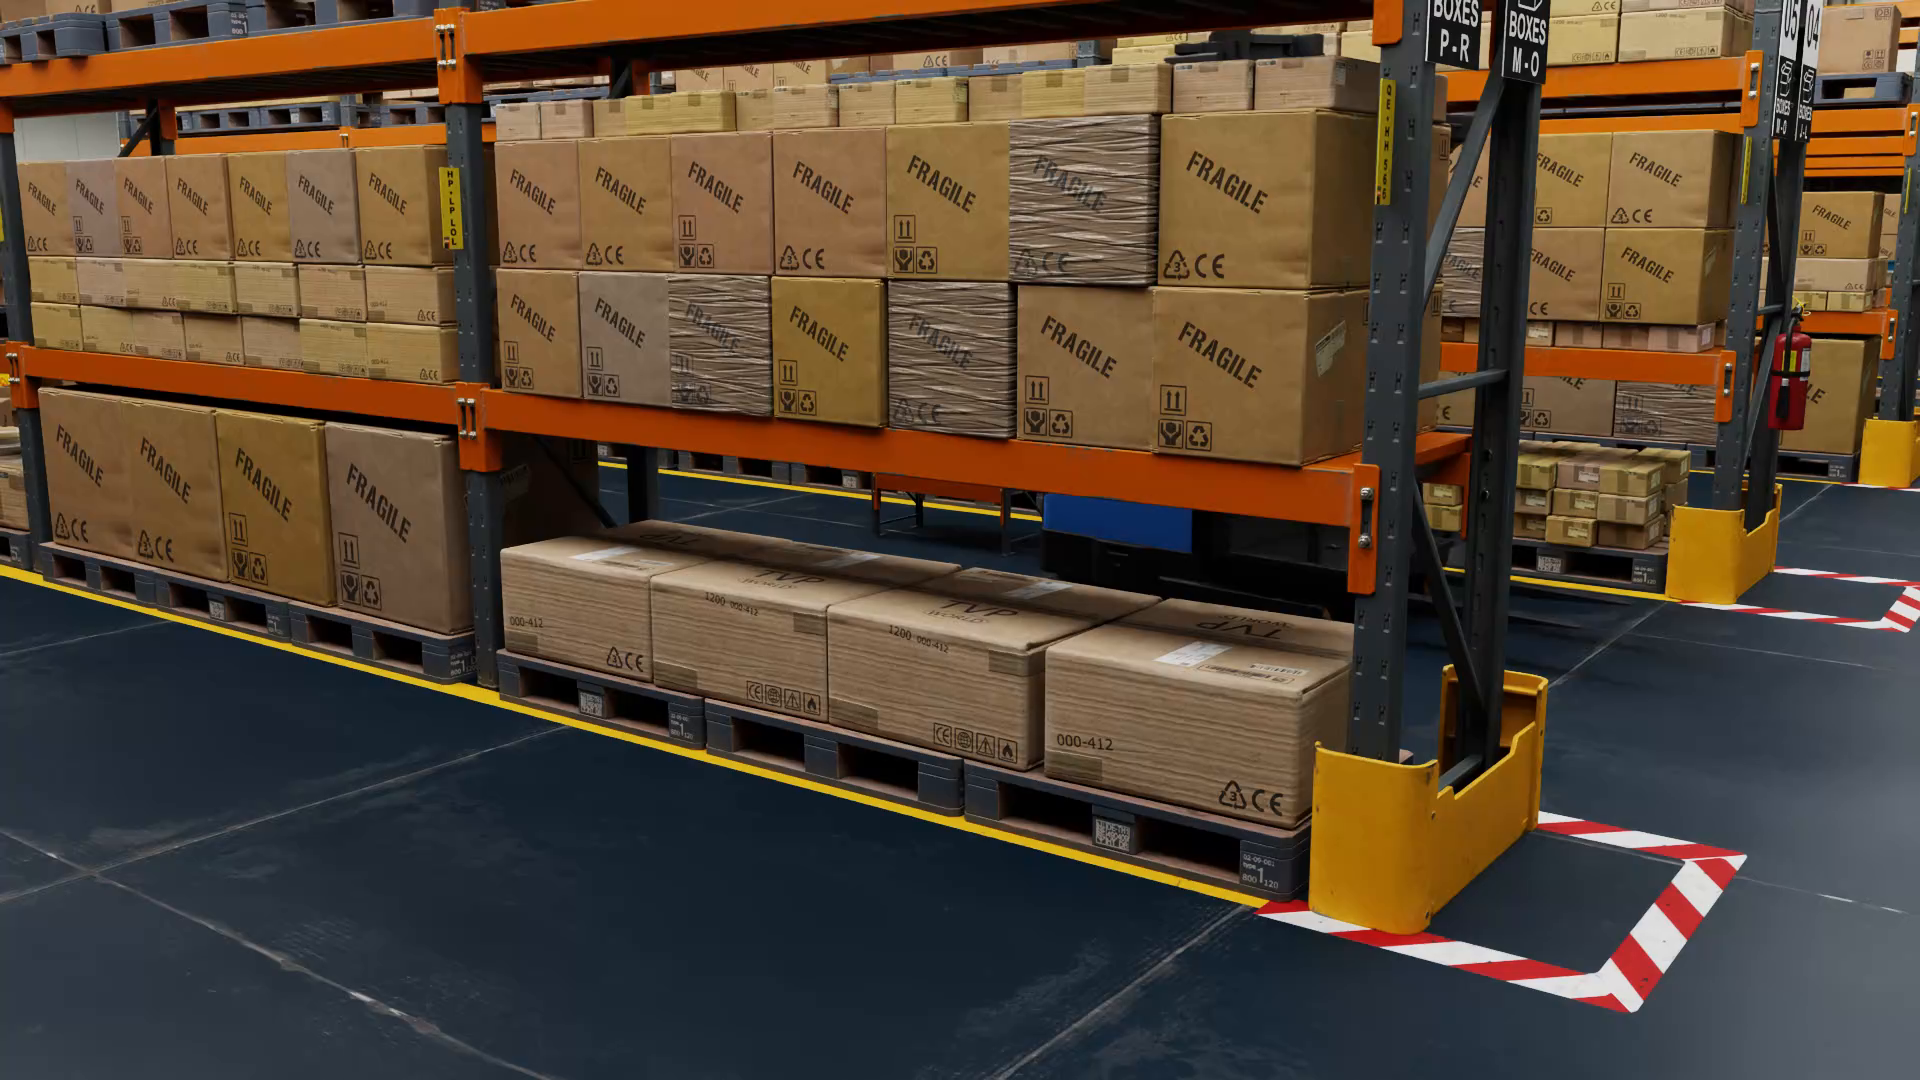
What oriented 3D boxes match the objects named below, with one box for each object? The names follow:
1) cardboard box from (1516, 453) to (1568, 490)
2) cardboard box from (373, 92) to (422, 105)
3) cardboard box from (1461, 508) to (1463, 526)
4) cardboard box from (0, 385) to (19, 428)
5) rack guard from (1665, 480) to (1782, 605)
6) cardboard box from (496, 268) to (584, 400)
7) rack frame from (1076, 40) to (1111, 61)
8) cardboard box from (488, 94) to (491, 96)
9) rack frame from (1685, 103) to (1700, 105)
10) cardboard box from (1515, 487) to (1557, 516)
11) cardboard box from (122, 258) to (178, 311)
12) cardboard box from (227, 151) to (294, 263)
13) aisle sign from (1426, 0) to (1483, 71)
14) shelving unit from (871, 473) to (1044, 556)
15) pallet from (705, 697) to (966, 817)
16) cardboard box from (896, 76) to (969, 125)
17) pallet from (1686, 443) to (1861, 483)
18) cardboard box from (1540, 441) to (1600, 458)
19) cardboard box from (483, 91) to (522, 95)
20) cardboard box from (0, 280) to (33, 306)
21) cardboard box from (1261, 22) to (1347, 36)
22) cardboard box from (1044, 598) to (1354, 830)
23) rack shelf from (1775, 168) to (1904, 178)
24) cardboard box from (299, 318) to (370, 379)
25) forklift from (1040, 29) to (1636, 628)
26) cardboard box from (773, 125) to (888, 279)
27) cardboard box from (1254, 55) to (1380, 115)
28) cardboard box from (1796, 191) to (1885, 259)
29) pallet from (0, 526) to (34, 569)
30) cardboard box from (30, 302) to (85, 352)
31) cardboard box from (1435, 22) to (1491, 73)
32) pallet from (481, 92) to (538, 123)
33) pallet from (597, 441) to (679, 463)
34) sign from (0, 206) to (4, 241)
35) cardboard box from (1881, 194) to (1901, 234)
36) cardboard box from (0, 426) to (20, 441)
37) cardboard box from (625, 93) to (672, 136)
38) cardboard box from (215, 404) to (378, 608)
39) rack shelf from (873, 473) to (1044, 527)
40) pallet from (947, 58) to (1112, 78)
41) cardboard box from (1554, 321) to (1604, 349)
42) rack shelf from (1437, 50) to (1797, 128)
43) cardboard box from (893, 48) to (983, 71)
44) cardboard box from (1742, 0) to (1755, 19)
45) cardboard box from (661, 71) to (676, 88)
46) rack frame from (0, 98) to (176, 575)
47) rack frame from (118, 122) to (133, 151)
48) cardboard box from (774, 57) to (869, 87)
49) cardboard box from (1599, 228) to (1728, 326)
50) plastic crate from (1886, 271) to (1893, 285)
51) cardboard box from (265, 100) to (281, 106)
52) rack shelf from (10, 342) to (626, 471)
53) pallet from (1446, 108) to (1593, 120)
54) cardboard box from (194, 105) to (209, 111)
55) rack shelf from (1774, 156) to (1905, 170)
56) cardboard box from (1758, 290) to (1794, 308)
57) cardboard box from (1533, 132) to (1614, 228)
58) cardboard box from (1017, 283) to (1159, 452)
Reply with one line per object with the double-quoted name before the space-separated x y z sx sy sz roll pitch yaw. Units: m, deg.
"cardboard box" 3.287 -0.391 9.486 0.250 0.149 0.380 8 13 34
"cardboard box" -5.448 -4.271 16.107 0.250 0.149 0.380 8 13 35
"cardboard box" 3.133 -0.141 9.759 0.250 0.149 0.380 8 14 36
"cardboard box" -8.514 -1.219 15.505 0.637 0.503 0.797 -1 11 -4
"rack guard" 4.255 -0.006 9.245 0.348 0.500 1.175 8 13 36
"cardboard box" -1.533 -0.862 6.823 0.500 0.500 0.500 9 14 37
"rack frame" 1.092 -4.620 10.718 0.127 3.000 1.000 8 13 36
"cardboard box" -4.230 -4.123 15.073 0.500 0.250 0.500 8 13 35
"rack frame" 9.976 -6.884 22.421 0.127 3.000 1.000 8 13 36
"cardboard box" 3.302 -0.251 9.547 0.250 0.149 0.380 7 13 33
"cardboard box" -3.908 -1.316 8.513 0.500 0.250 0.500 8 13 35
"cardboard box" -3.083 -1.574 7.873 0.500 0.500 0.500 8 14 37
"aisle sign" 1.342 -1.676 4.453 0.004 0.787 0.394 8 13 36
"shelving unit" 0.005 -0.552 10.419 1.048 1.125 0.538 8 13 36
"pallet" -0.202 0.698 6.365 1.213 0.211 1.003 8 13 36
"cardboard box" -0.001 -1.459 5.570 0.250 0.149 0.380 8 14 37
"pallet" 6.643 -0.682 13.497 1.213 0.211 1.003 8 13 36
"cardboard box" 3.675 -0.495 10.024 0.250 0.149 0.380 8 13 35
"cardboard box" -3.973 -3.993 14.360 0.258 0.266 0.396 8 13 36
"cardboard box" -5.384 -1.439 9.625 0.250 0.149 0.380 9 14 38
"cardboard box" 2.134 -3.113 9.903 0.500 0.250 0.500 8 14 37
"cardboard box" 0.877 0.537 5.495 0.875 0.438 0.875 7 13 34
"rack shelf" 14.518 -5.592 25.534 4.000 0.370 1.077 8 13 36
"cardboard box" -2.677 -0.901 7.684 0.500 0.250 0.500 8 13 35
"forklift" 1.864 -1.078 8.386 3.031 2.935 1.130 10 15 43
"cardboard box" -0.301 -1.181 5.839 0.500 0.500 0.500 8 13 35
"cardboard box" 1.060 -1.324 4.871 0.250 0.149 0.380 8 14 36
"cardboard box" 6.786 -2.428 12.819 0.500 0.500 0.500 8 14 36
"pallet" -5.609 -0.074 10.357 1.213 0.211 1.003 8 13 36
"cardboard box" -4.735 -1.188 9.167 0.500 0.250 0.500 8 13 35
"cardboard box" 2.986 -2.749 9.337 0.500 0.250 0.500 9 14 38
"pallet" -3.585 -3.694 14.325 1.213 0.211 1.003 9 14 38
"pallet" -2.722 -0.855 14.395 1.213 0.211 1.003 8 13 36
"sign" -5.294 -1.800 9.099 0.005 0.325 0.100 8 13 36
"cardboard box" 11.851 -4.151 21.194 0.500 0.500 0.500 8 14 37
"cardboard box" -6.637 -0.504 11.050 0.625 0.372 0.950 9 14 37
"cardboard box" -1.044 -1.603 6.313 0.250 0.149 0.380 8 13 35
"cardboard box" -3.036 -0.226 8.290 0.875 0.875 0.875 8 14 37
"rack shelf" 0.005 -0.311 10.465 1.000 0.278 0.538 8 13 36
"pallet" 0.658 -3.141 11.464 1.003 0.211 1.213 8 13 36
"cardboard box" 3.497 -1.154 9.261 0.250 0.149 0.380 8 13 35
"rack shelf" 2.704 -2.569 9.909 4.000 0.370 1.077 8 13 36
"cardboard box" -0.075 -3.598 11.955 0.637 0.503 0.797 8 13 35
"cardboard box" 4.108 -2.960 9.112 0.500 0.250 0.500 8 14 36
"cardboard box" -2.306 -3.791 13.623 0.250 0.149 0.380 7 13 33
"rack frame" -4.980 -1.355 9.636 0.127 3.000 1.000 8 13 36
"rack frame" -8.580 -3.024 18.261 0.127 3.000 1.000 8 13 36
"cardboard box" -1.015 -3.430 12.204 0.500 0.500 0.500 8 13 36
"cardboard box" 3.802 -1.431 8.983 0.500 0.500 0.500 8 14 37
"plastic crate" 9.501 -2.695 17.099 0.243 0.136 0.396 8 13 36
"cardboard box" -6.457 -4.256 16.029 0.250 0.149 0.380 8 14 36
"rack shelf" -3.368 -0.777 8.543 4.000 0.370 1.077 8 13 36
"pallet" 4.763 -3.758 14.394 1.213 0.211 1.003 8 13 36
"cardboard box" -7.476 -4.399 16.765 0.250 0.149 0.380 8 13 35
"rack shelf" 11.588 -4.833 21.612 4.000 0.370 1.077 8 13 36
"cardboard box" 6.439 -1.897 13.097 0.250 0.149 0.380 8 14 36
"cardboard box" 3.392 -1.981 9.194 0.500 0.500 0.500 7 13 34
"cardboard box" 0.527 -0.577 5.352 0.500 0.500 0.500 8 13 34
